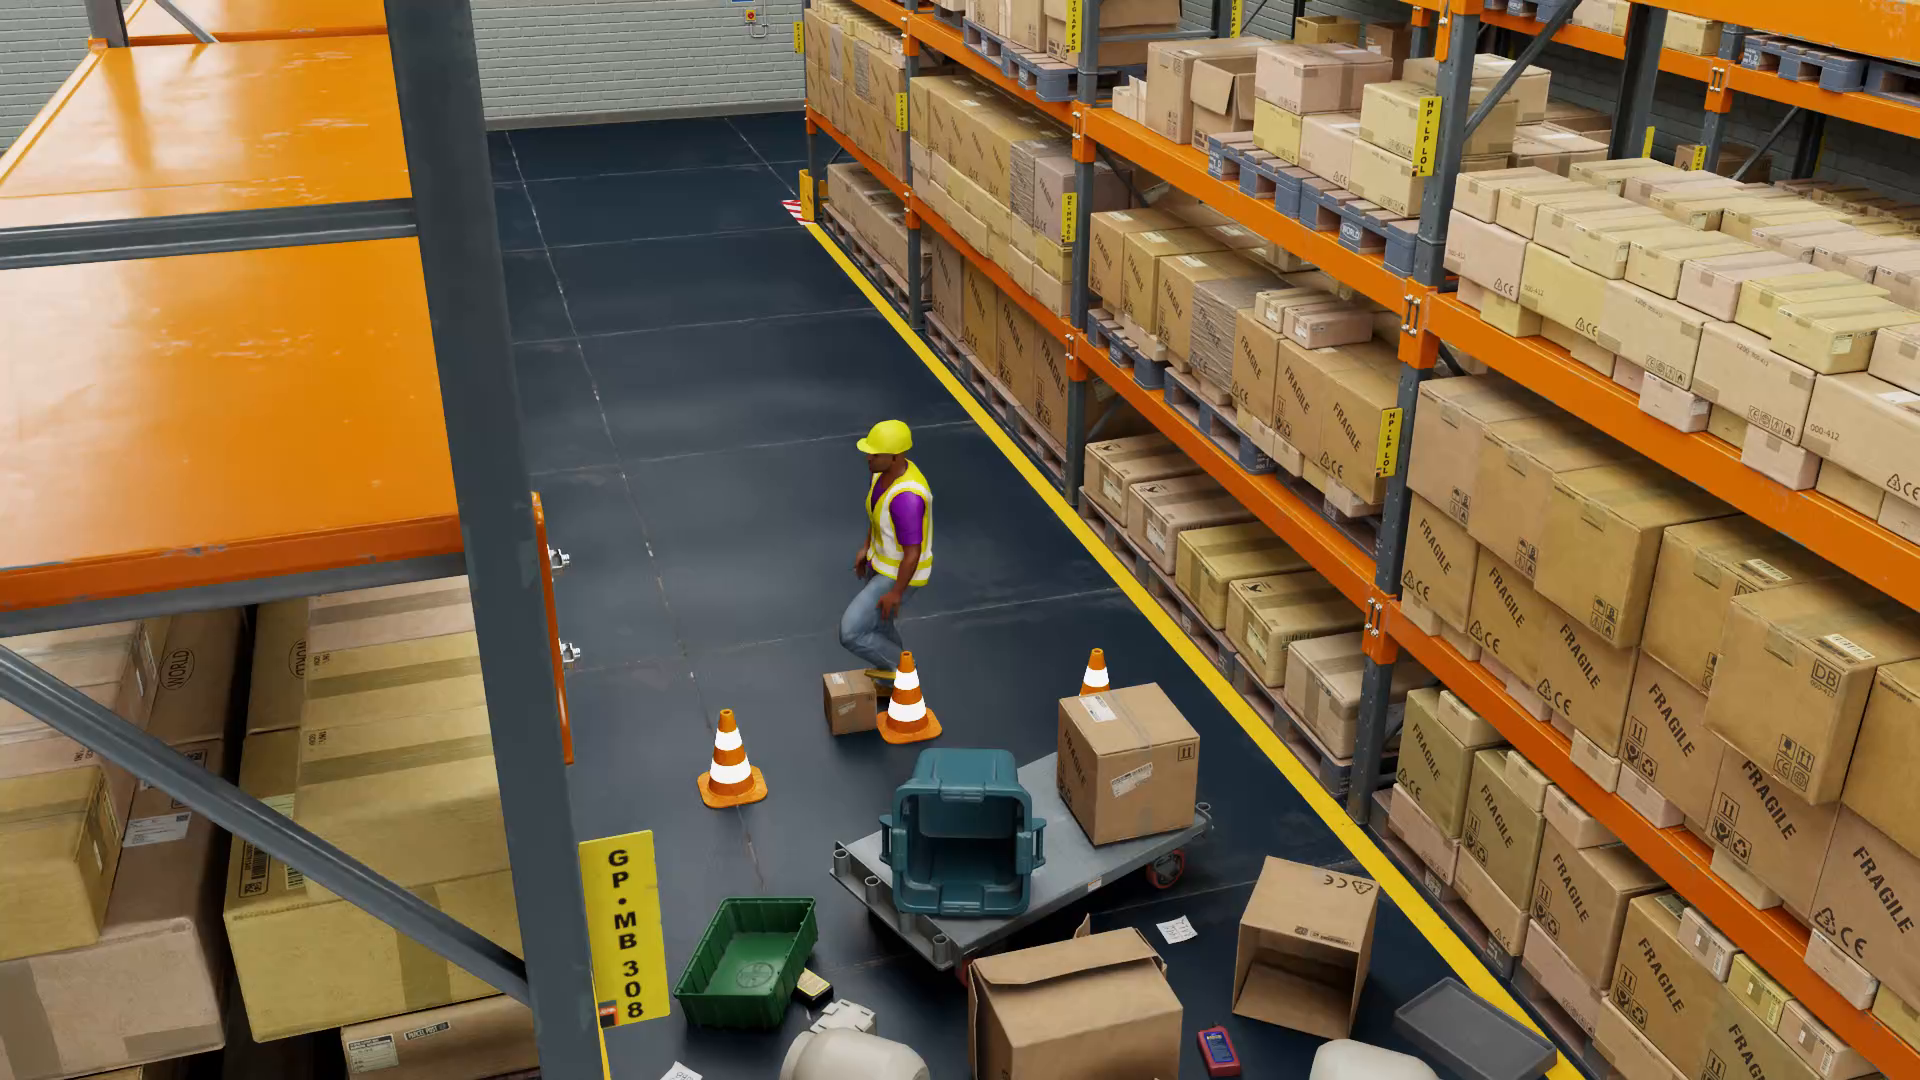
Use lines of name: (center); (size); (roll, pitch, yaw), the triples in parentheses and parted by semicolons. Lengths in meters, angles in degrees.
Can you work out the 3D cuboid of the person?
person: (-0.430, 0.179, 8.975); (0.555, 1.763, 0.625); (-8, 27, -17)
